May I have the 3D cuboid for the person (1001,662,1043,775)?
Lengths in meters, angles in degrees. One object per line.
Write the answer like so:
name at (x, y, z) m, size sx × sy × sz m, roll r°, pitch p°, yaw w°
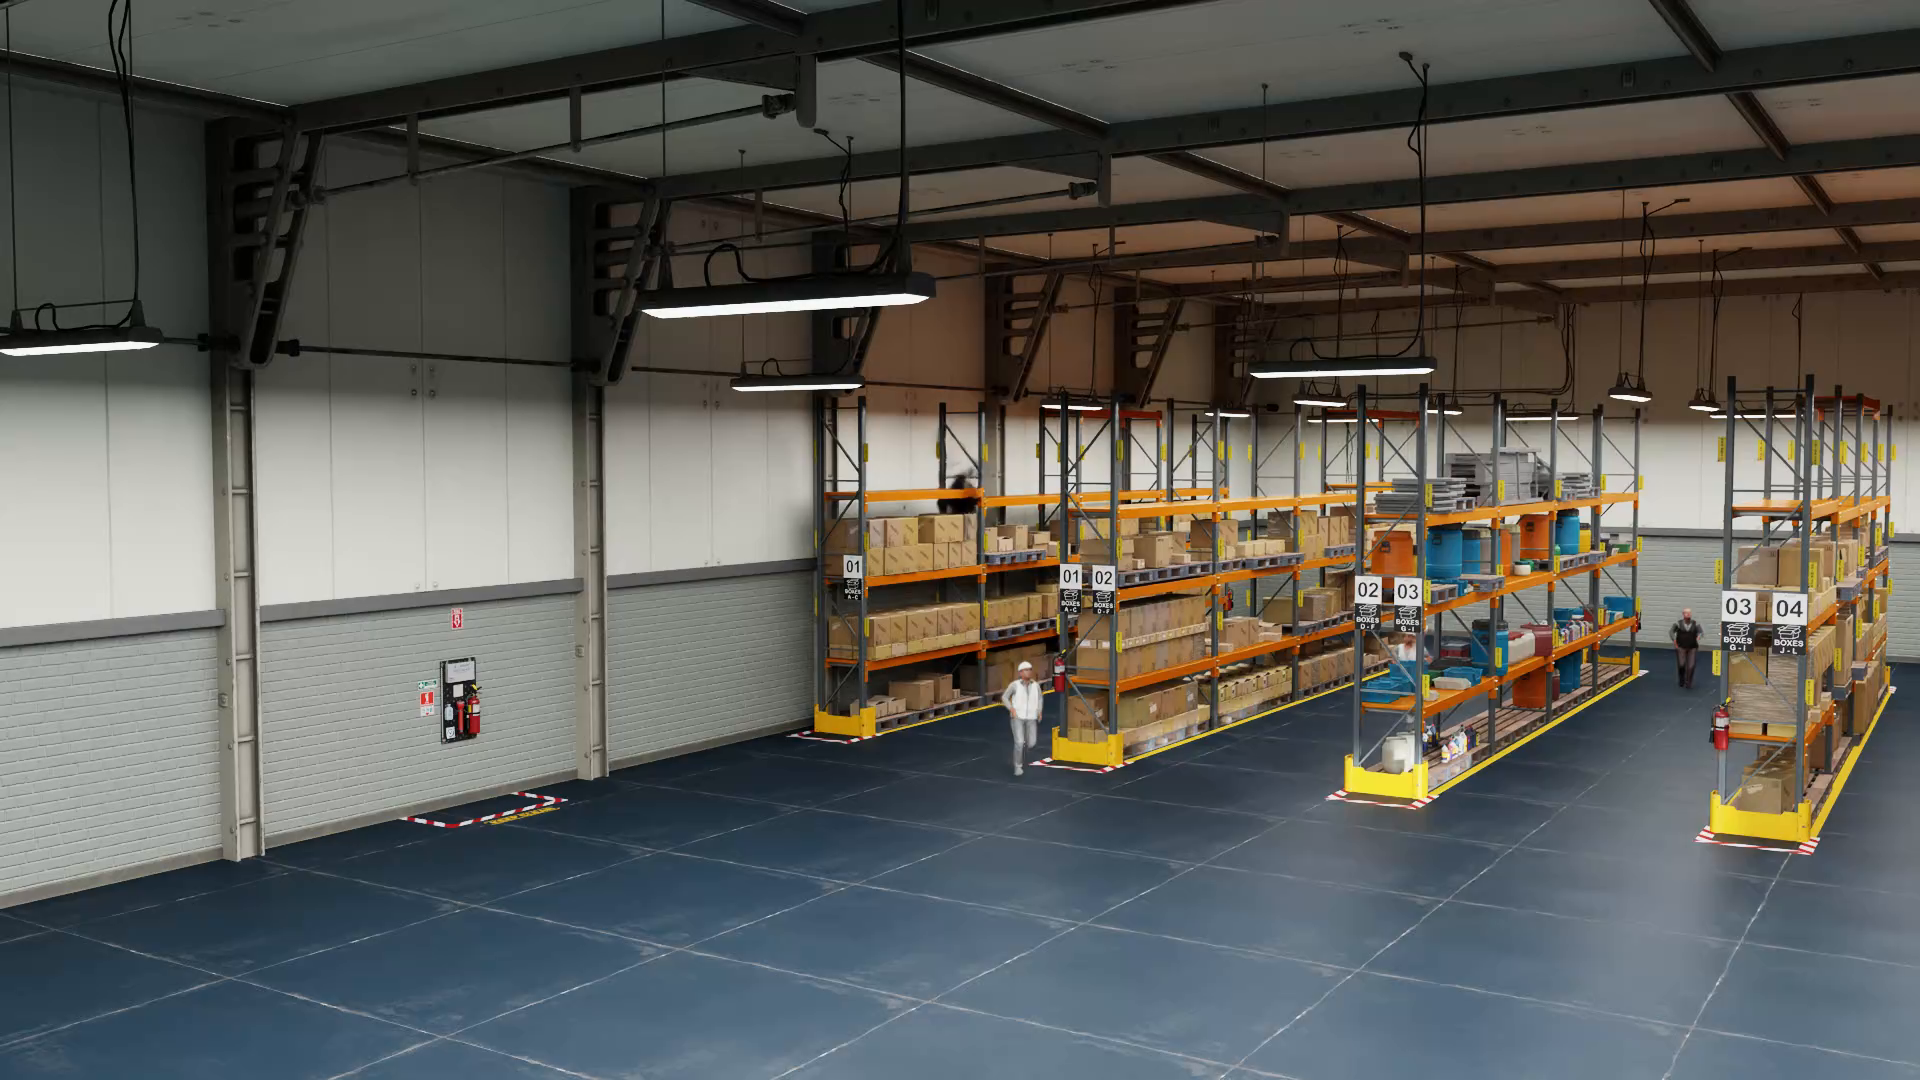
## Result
person at (1.006, 2.783, 25.998) m, size 0.691 × 1.743 × 0.516 m, roll -1°, pitch 3°, yaw -14°

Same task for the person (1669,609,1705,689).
person at (15.411, 2.315, 35.213) m, size 0.682 × 1.690 × 0.567 m, roll 1°, pitch 3°, yaw 15°

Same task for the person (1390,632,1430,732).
person at (8.120, 2.523, 30.069) m, size 0.648 × 1.845 × 0.799 m, roll 2°, pitch 4°, yaw 34°
